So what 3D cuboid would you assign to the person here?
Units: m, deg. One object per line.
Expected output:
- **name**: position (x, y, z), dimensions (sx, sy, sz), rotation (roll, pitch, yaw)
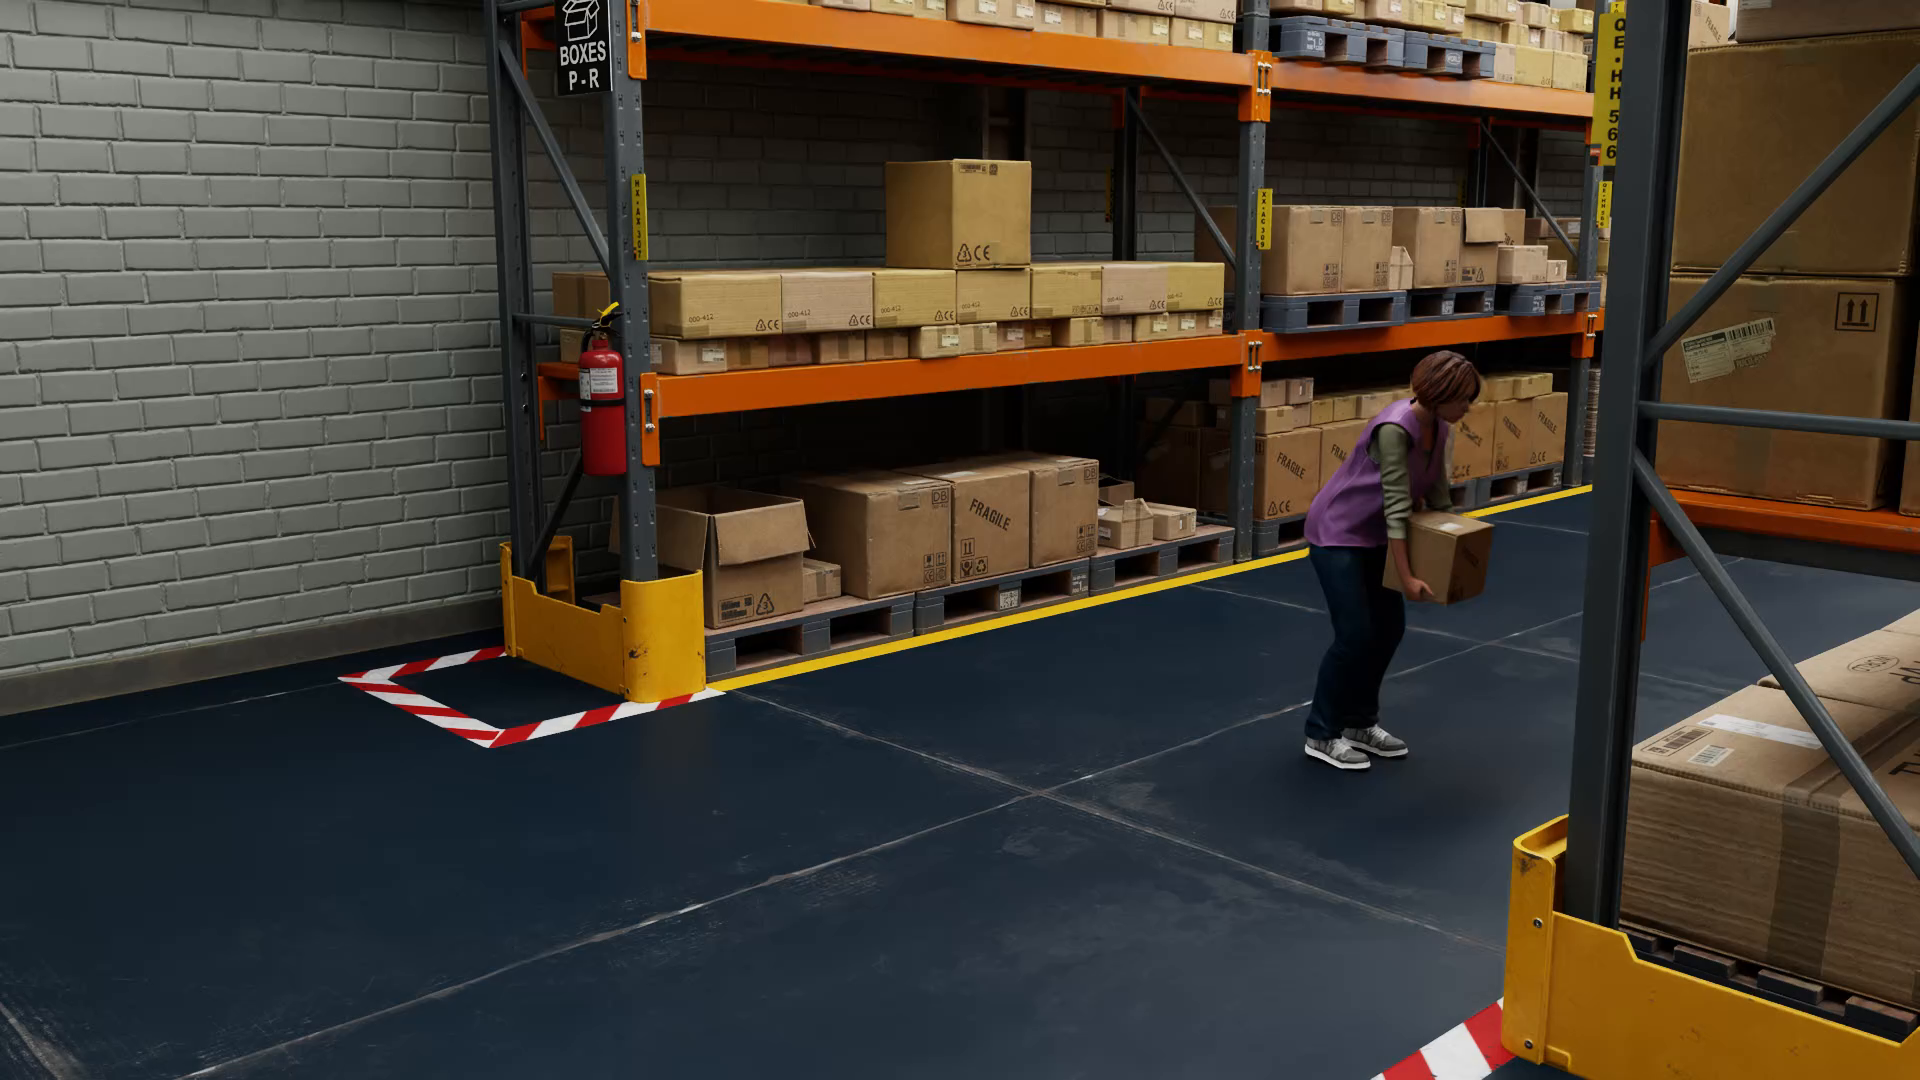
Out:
- **person**: position (1.502, 0.080, 5.861), dimensions (0.375, 1.481, 0.598), rotation (-11, 15, -44)
